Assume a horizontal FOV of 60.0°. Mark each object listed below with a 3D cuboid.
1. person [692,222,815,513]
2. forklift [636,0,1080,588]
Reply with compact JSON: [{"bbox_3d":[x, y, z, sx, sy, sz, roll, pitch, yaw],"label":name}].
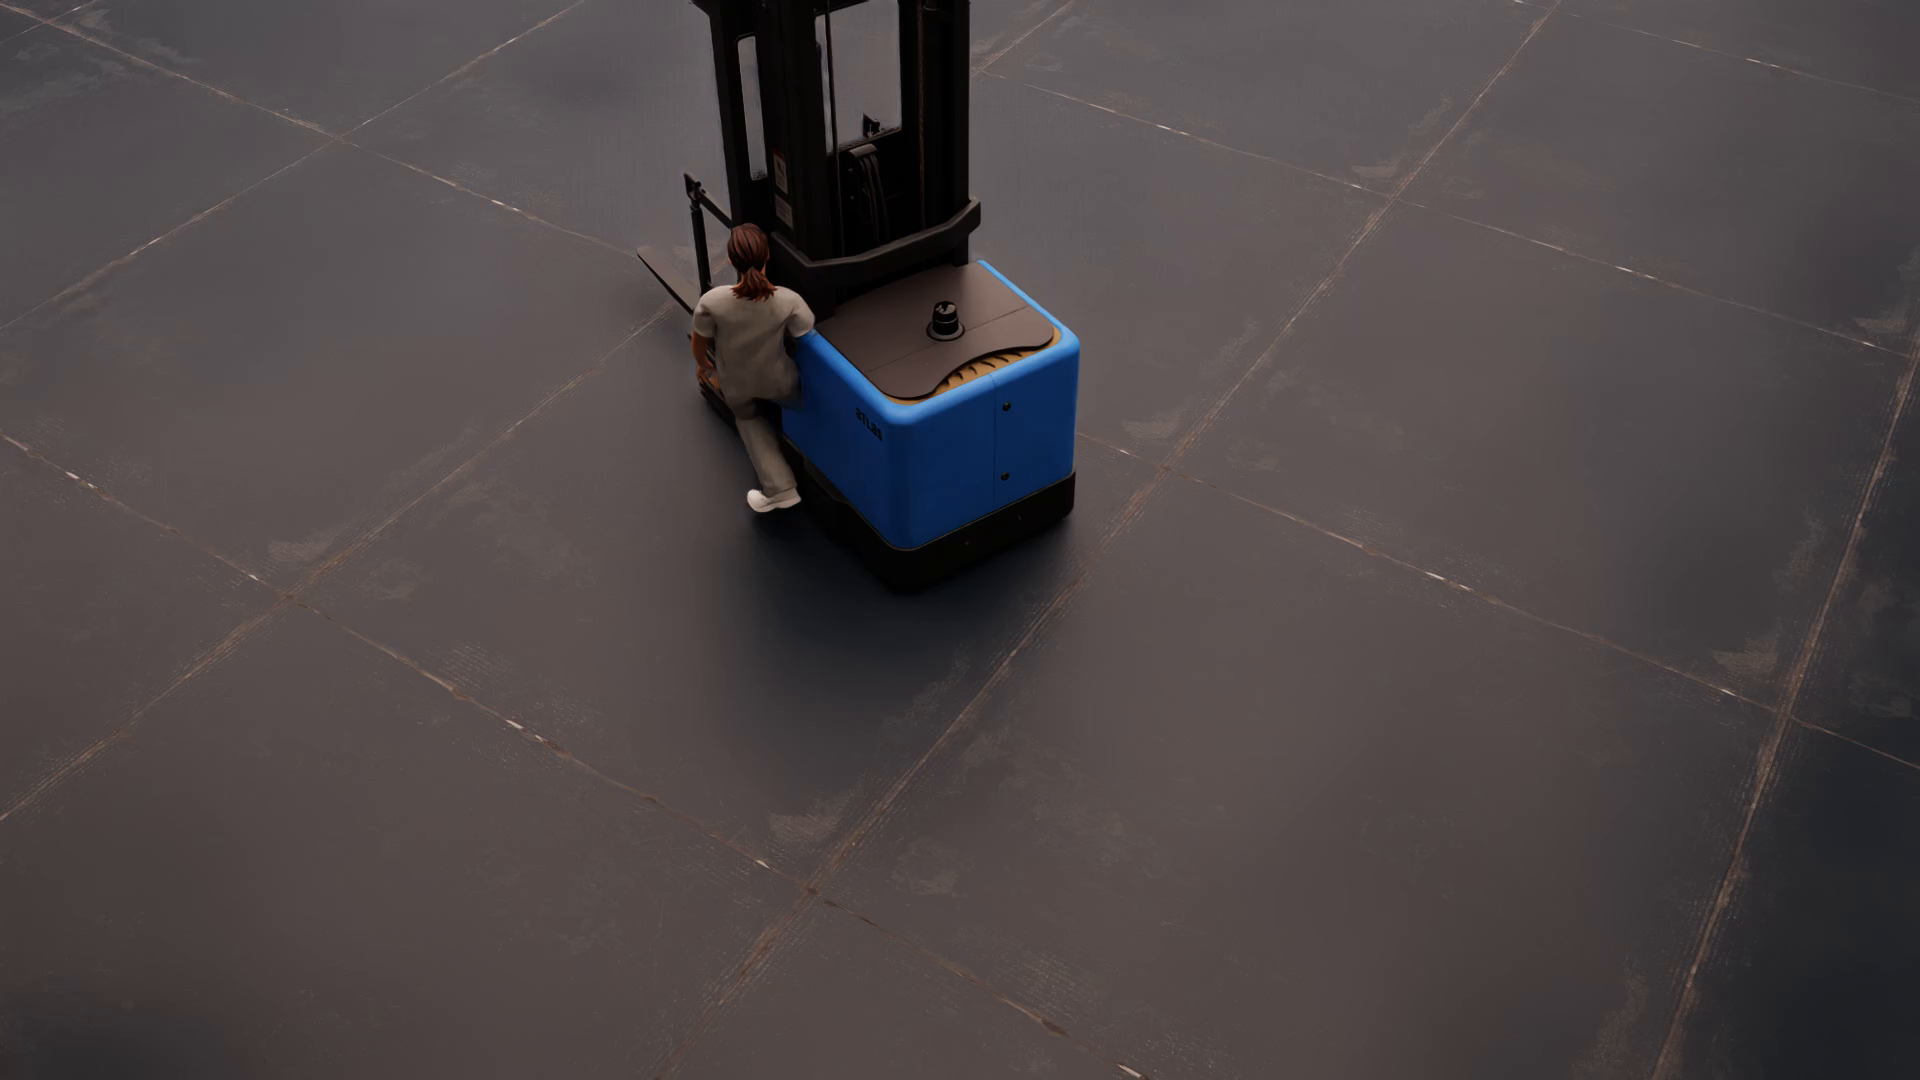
[{"bbox_3d":[-0.871,-0.864,7.709,0.695,1.578,0.709,-1,43,-1],"label":"person"},{"bbox_3d":[-0.697,-1.822,7.770,1.130,2.935,3.031,-25,49,-24],"label":"forklift"}]
